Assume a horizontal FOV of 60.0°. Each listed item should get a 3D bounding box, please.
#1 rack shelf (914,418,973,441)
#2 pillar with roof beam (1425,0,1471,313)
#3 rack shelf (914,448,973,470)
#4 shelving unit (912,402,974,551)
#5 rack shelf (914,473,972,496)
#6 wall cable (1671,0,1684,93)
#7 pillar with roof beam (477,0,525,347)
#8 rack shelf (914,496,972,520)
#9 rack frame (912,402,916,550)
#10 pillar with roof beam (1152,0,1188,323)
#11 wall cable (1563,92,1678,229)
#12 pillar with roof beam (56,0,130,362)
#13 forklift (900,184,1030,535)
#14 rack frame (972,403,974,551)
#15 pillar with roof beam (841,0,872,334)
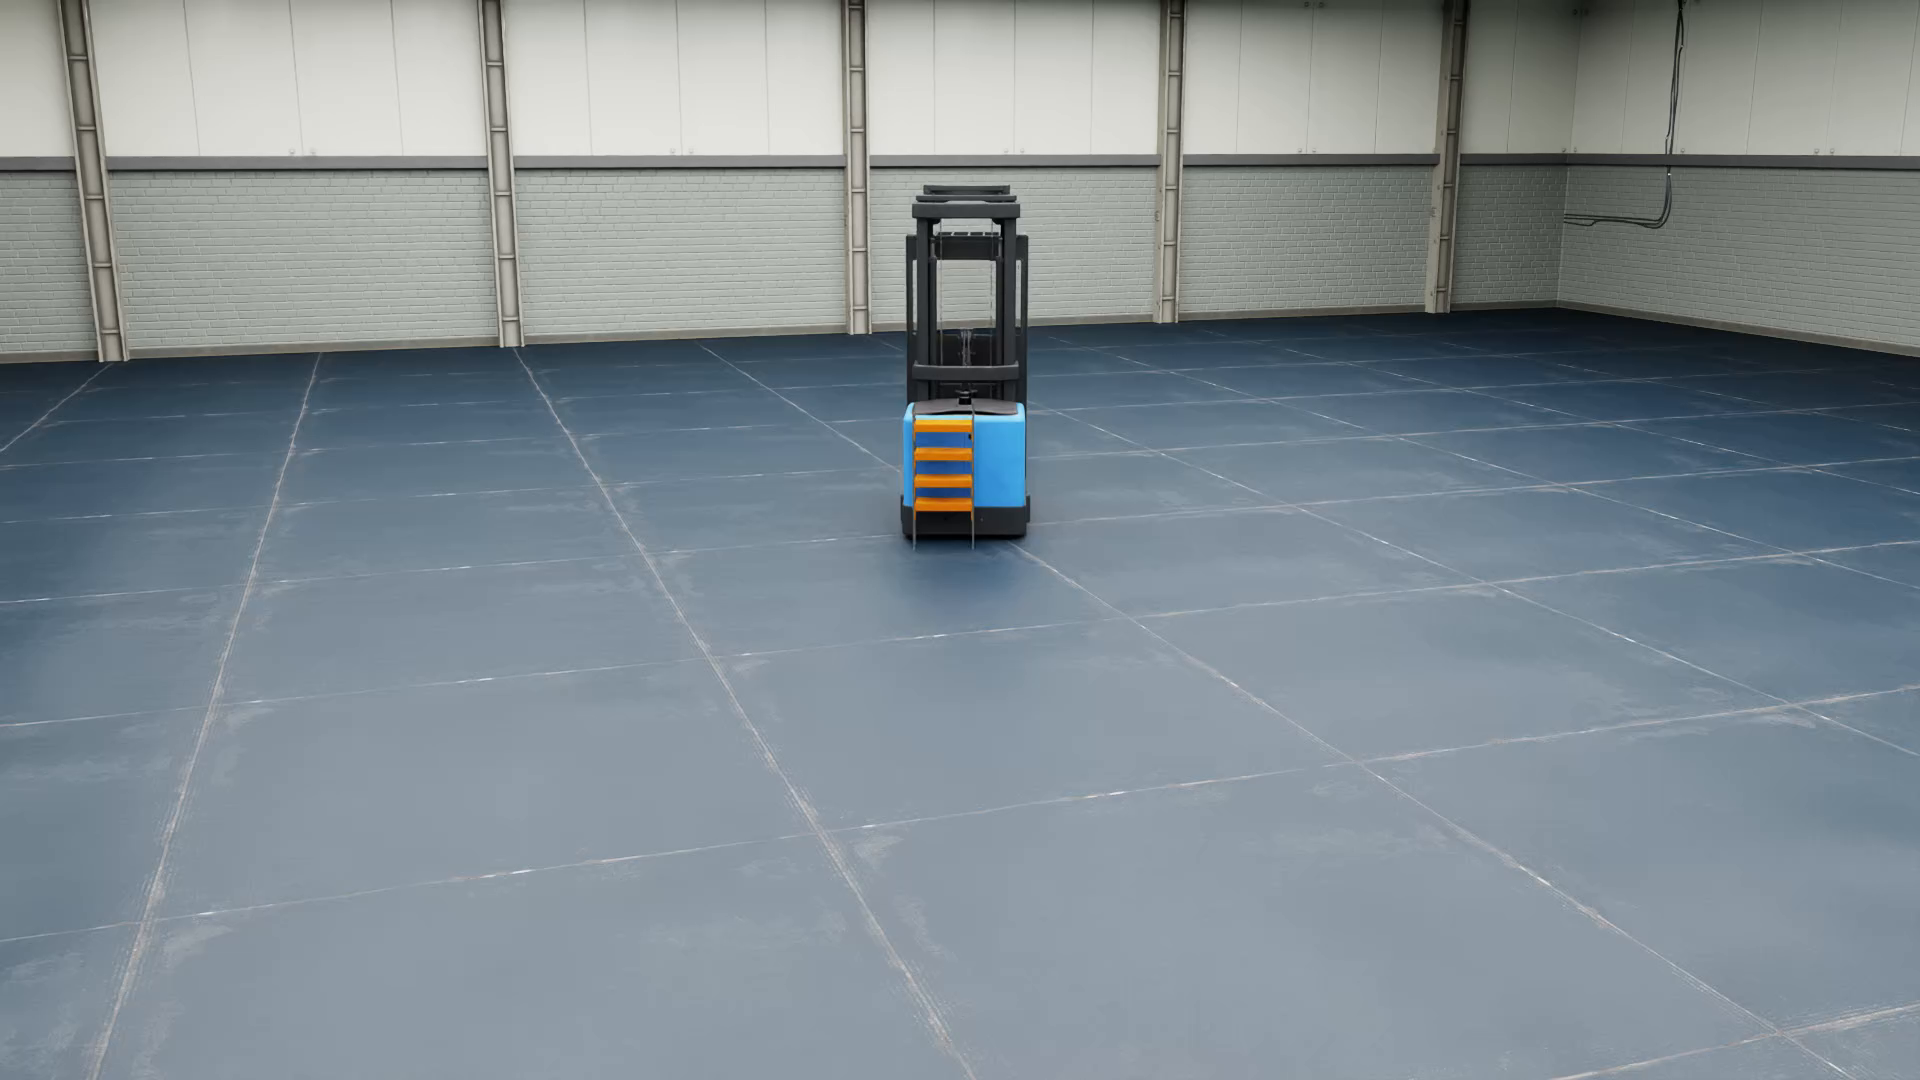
[{"bbox_3d":[-0.135,-0.907,13.665,0.480,0.148,0.258,0,13,1],"label":"rack shelf"},{"bbox_3d":[10.944,-8.006,28.356,0.400,9.000,9.100,-4,14,-18],"label":"pillar with roof beam"},{"bbox_3d":[-0.135,-0.677,13.720,0.480,0.148,0.258,0,13,1],"label":"rack shelf"},{"bbox_3d":[-0.135,-0.525,13.756,0.503,1.200,0.258,0,13,1],"label":"shelving unit"},{"bbox_3d":[-0.135,-0.459,13.772,0.480,0.148,0.258,0,13,1],"label":"rack shelf"},{"bbox_3d":[13.648,-9.231,29.301,0.112,2.526,3.097,-4,14,-18],"label":"wall cable"},{"bbox_3d":[-6.116,-6.678,22.771,0.400,9.000,9.100,-4,14,-18],"label":"pillar with roof beam"},{"bbox_3d":[-0.135,-0.266,13.818,0.480,0.148,0.258,0,13,1],"label":"rack shelf"},{"bbox_3d":[-0.379,-0.526,13.761,0.015,1.200,0.240,0,13,1],"label":"rack frame"},{"bbox_3d":[5.258,-7.564,26.494,0.400,9.000,9.100,-4,14,-18],"label":"pillar with roof beam"},{"bbox_3d":[12.785,-7.367,32.380,0.112,2.526,3.097,-4,14,-18],"label":"wall cable"},{"bbox_3d":[-11.802,-6.235,20.909,0.400,9.000,9.100,-4,14,-18],"label":"pillar with roof beam"},{"bbox_3d":[0.068,-1.751,15.170,1.130,2.935,3.031,0,13,1],"label":"forklift"},{"bbox_3d":[0.109,-0.524,13.751,0.015,1.200,0.240,0,13,1],"label":"rack frame"},{"bbox_3d":[-0.429,-7.121,24.633,0.400,9.000,9.100,-4,14,-18],"label":"pillar with roof beam"}]
